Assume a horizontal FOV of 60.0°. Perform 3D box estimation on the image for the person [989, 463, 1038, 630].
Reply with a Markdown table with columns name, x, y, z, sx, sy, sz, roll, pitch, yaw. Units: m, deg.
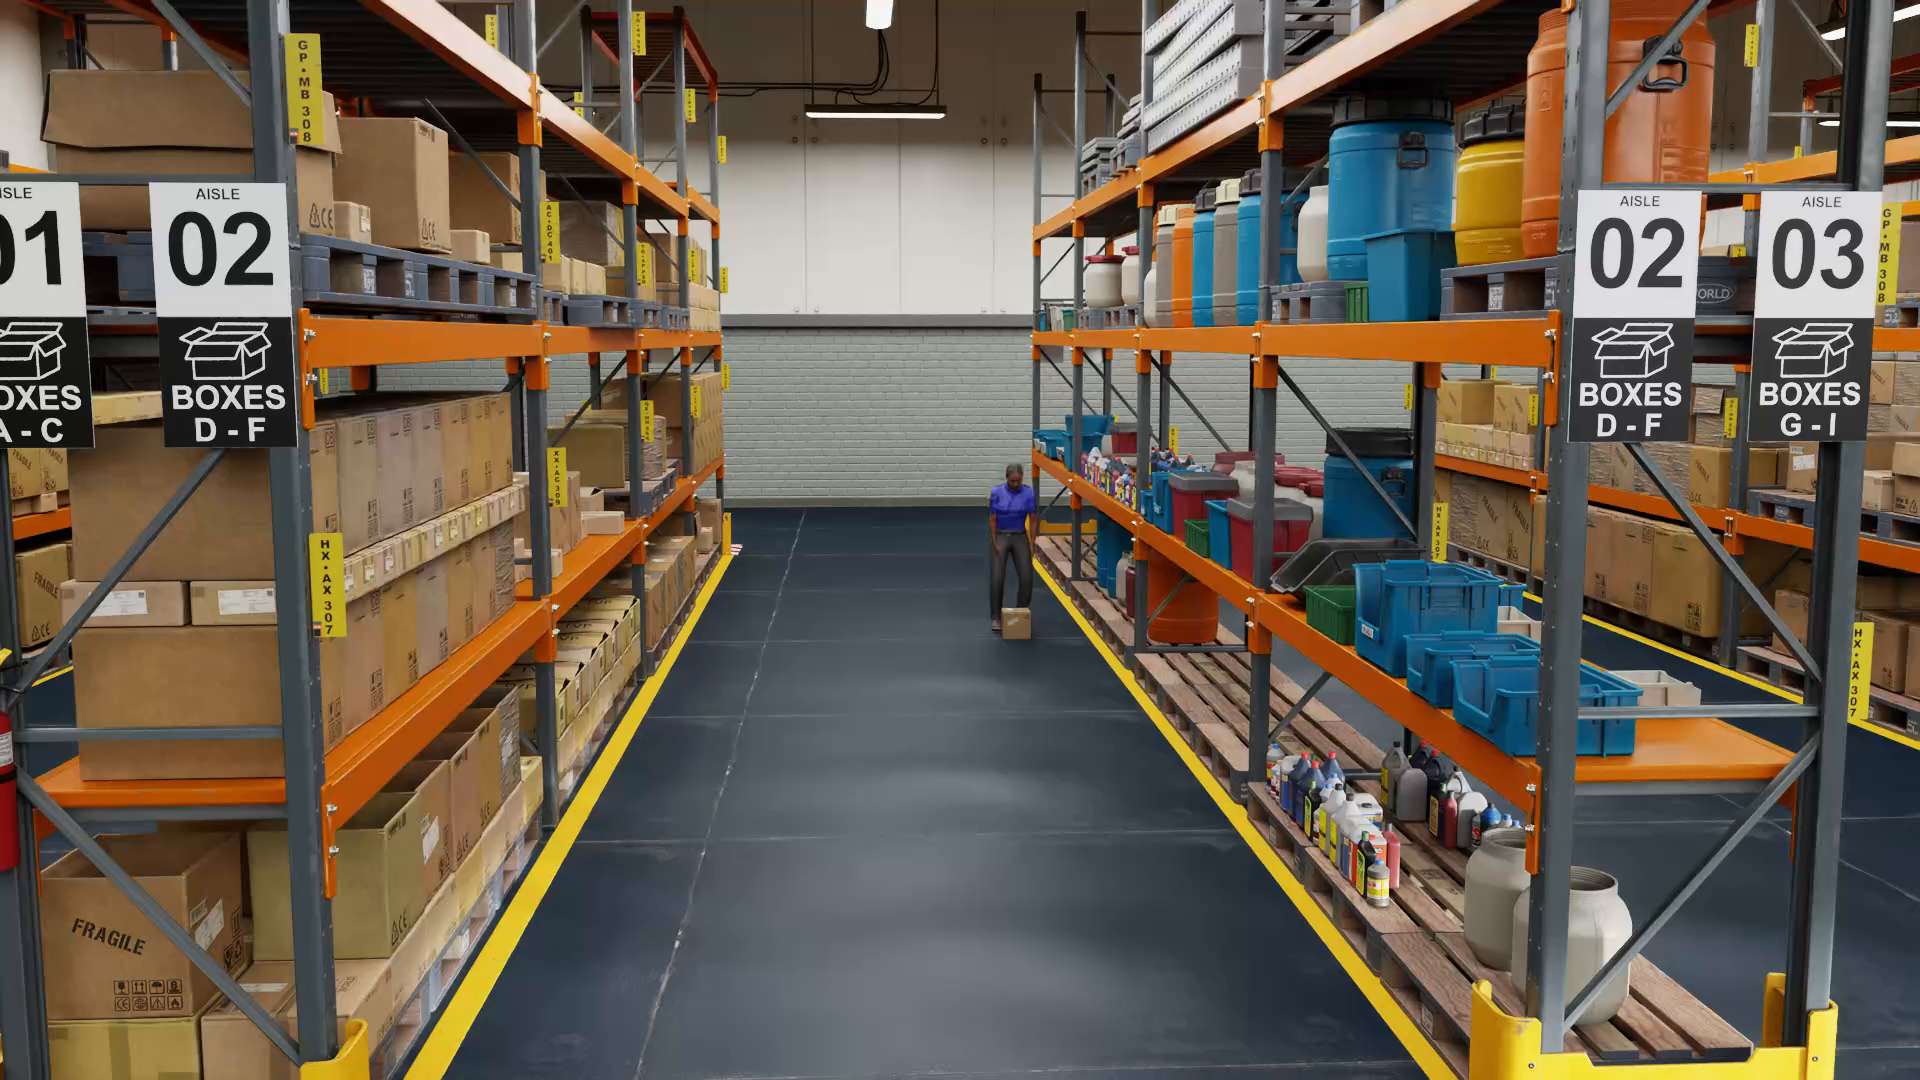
| name | x | y | z | sx | sy | sz | roll | pitch | yaw |
| --- | --- | --- | --- | --- | --- | --- | --- | --- | --- |
| person | 0.503 | 0.055 | 15.671 | 0.465 | 1.588 | 0.411 | 0 | 7 | -3 |
